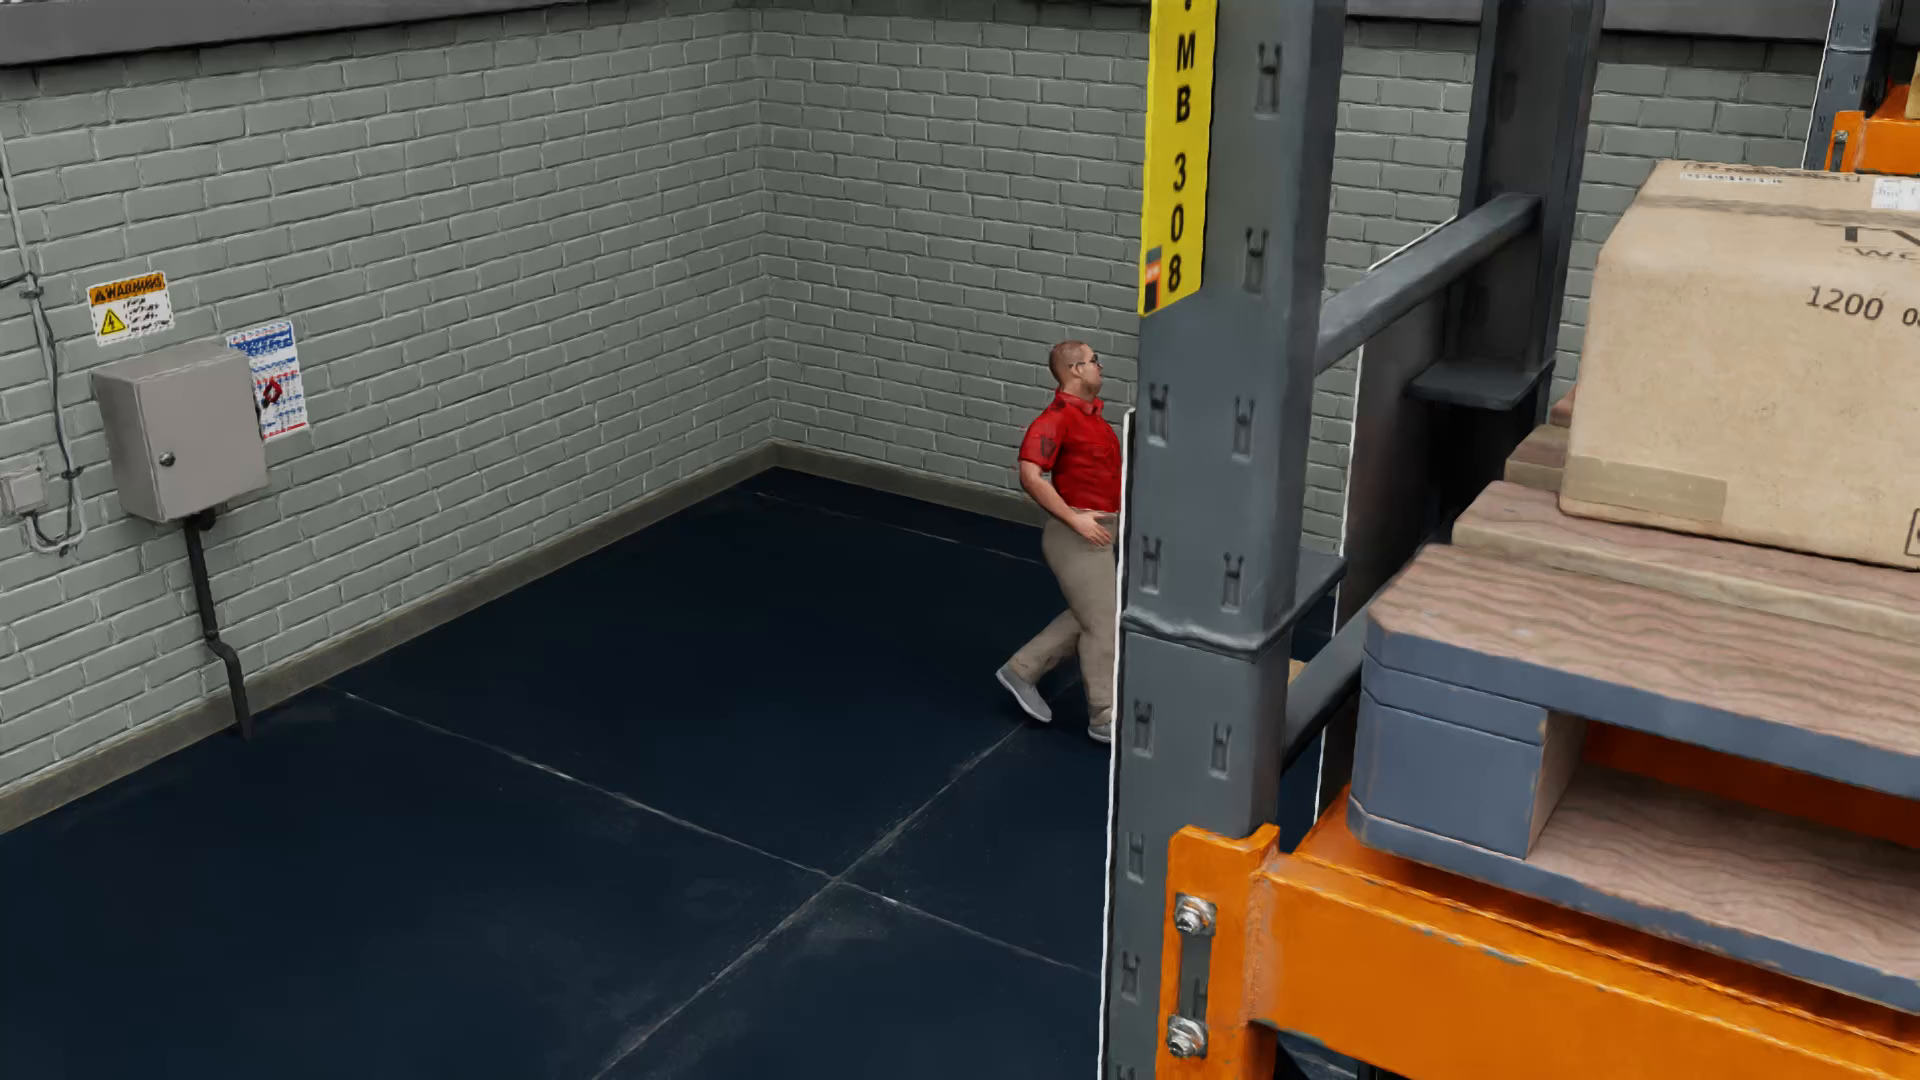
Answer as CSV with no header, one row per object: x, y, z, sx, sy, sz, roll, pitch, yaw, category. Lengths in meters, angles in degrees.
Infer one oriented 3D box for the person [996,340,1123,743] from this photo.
0.568,-0.017,7.180,0.743,1.680,0.684,5,23,11,person
